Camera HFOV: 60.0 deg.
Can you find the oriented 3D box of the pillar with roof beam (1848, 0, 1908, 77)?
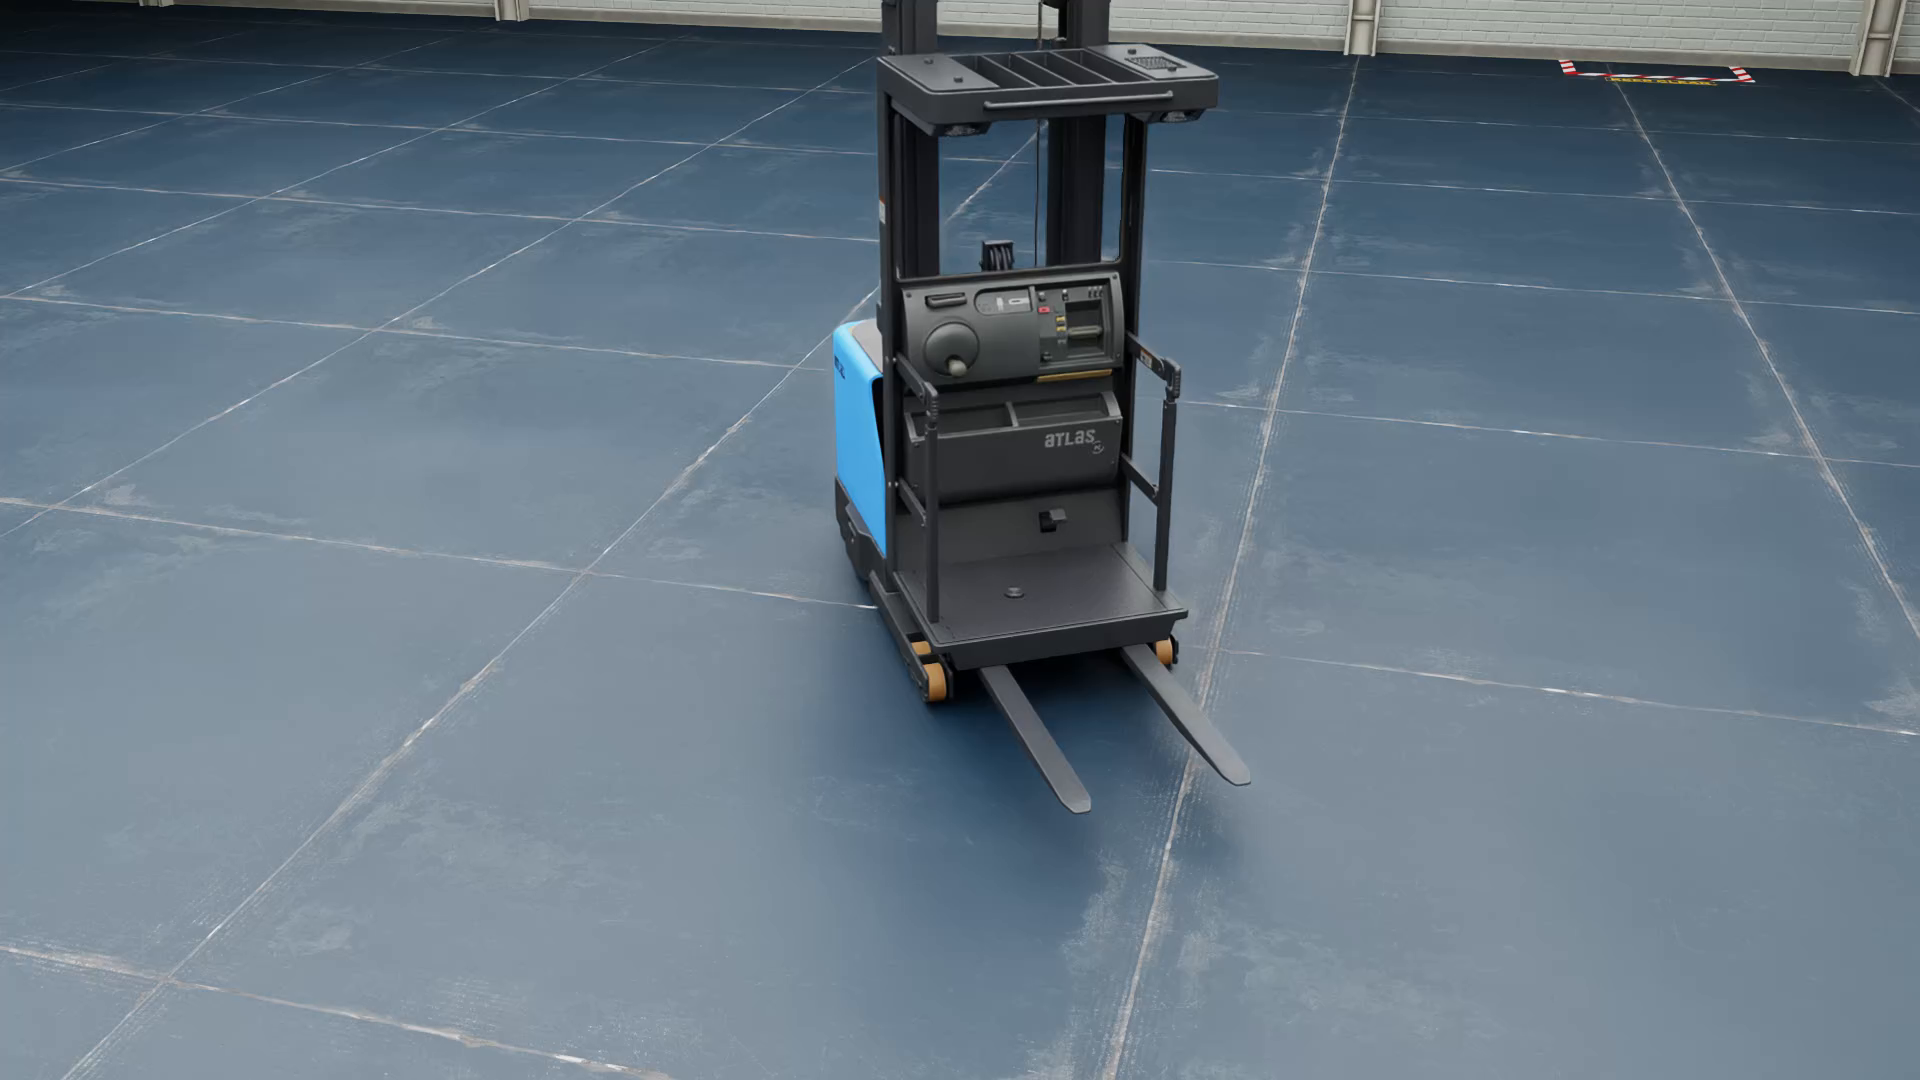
[{"bbox_3d":[9.887,-7.891,14.357,0.400,9.000,9.100,6,26,13],"label":"pillar with roof beam"}]

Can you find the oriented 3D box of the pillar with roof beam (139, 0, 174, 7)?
[{"bbox_3d":[-13.357,-10.461,19.754,0.400,9.000,9.100,6,26,13],"label":"pillar with roof beam"}]

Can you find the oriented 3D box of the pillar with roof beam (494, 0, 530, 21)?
[{"bbox_3d":[-7.546,-9.818,18.404,0.400,9.000,9.100,6,26,13],"label":"pillar with roof beam"}]

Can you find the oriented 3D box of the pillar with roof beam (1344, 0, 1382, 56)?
[{"bbox_3d":[4.076,-8.534,15.706,0.400,9.000,9.100,6,26,13],"label":"pillar with roof beam"}]

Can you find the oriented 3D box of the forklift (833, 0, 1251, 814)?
[{"bbox_3d":[0.288,-0.842,6.609,1.130,2.935,3.031,-7,26,-15],"label":"forklift"}]
